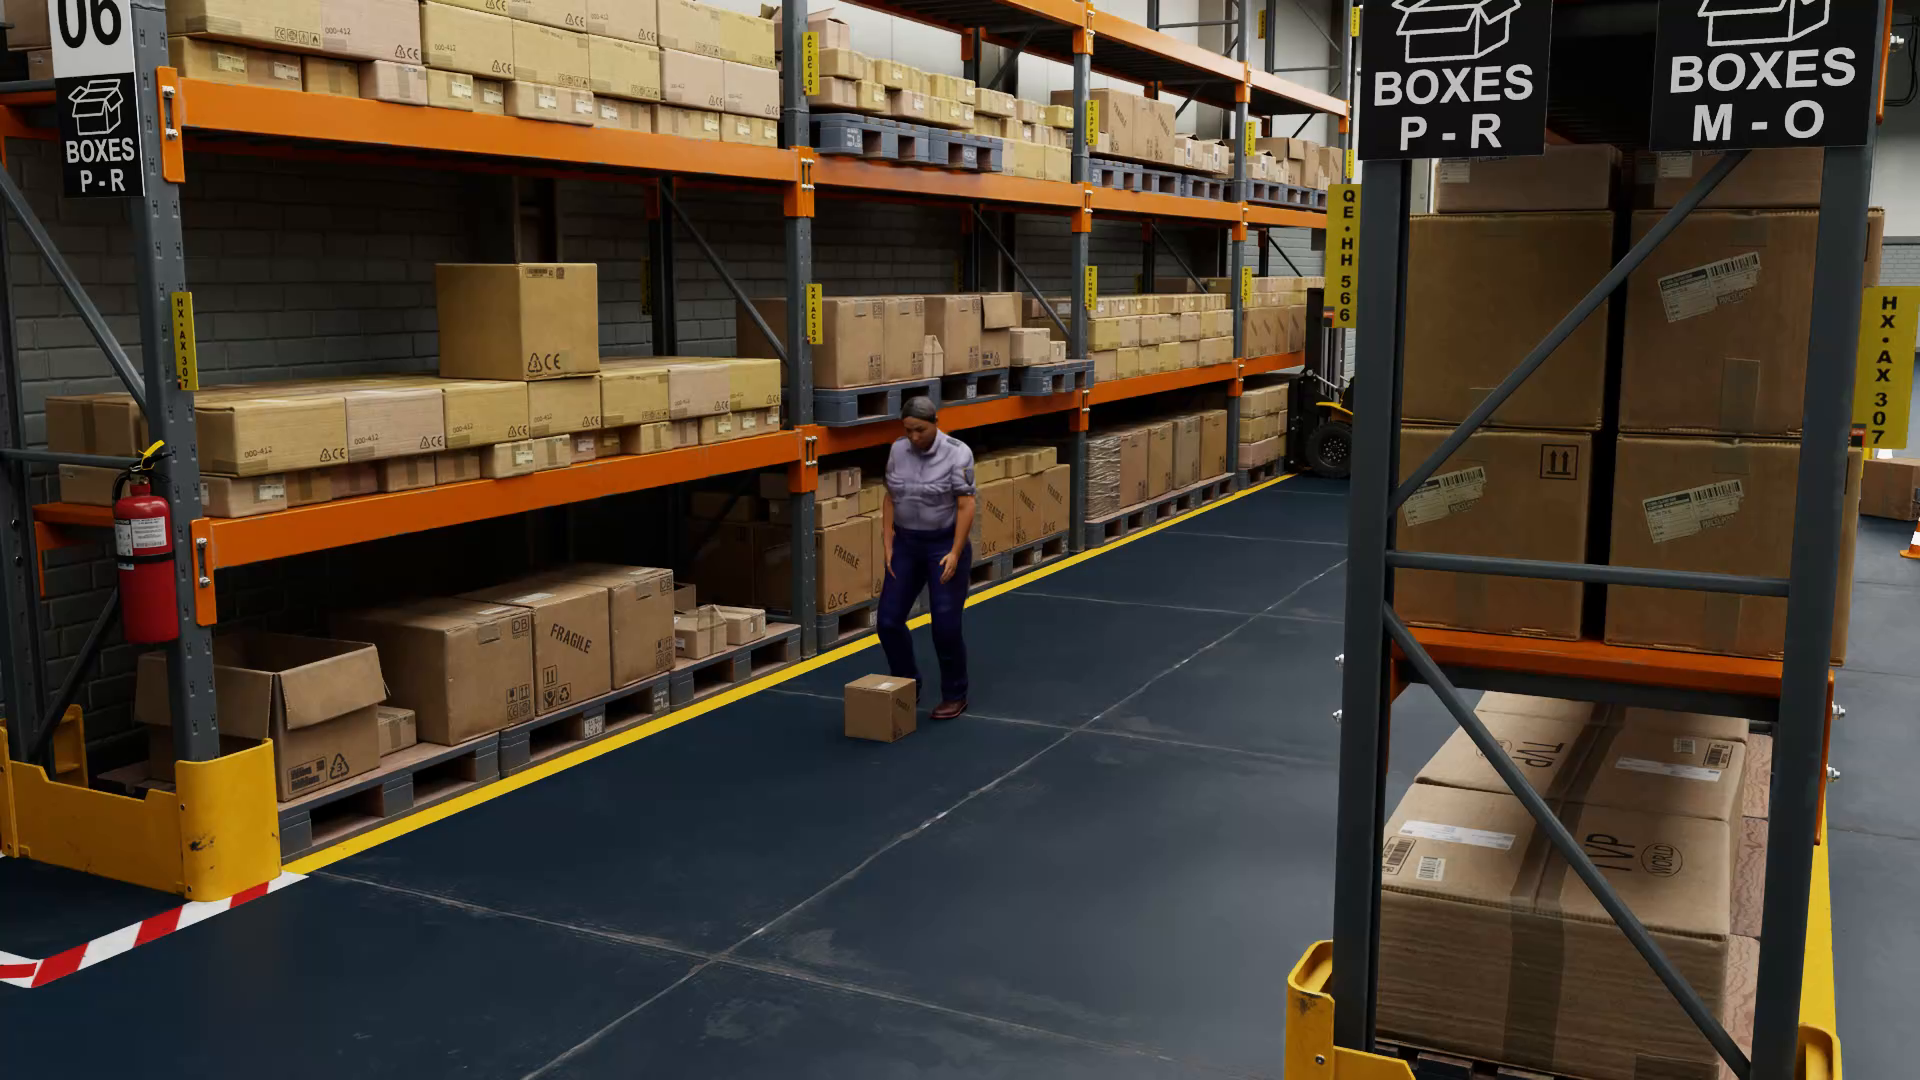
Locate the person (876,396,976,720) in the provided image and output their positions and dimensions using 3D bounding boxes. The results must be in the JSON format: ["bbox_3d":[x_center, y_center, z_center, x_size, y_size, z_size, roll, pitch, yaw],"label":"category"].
[{"bbox_3d":[-0.143,0.083,8.177,0.504,1.576,0.426,5,10,27],"label":"person"}]
